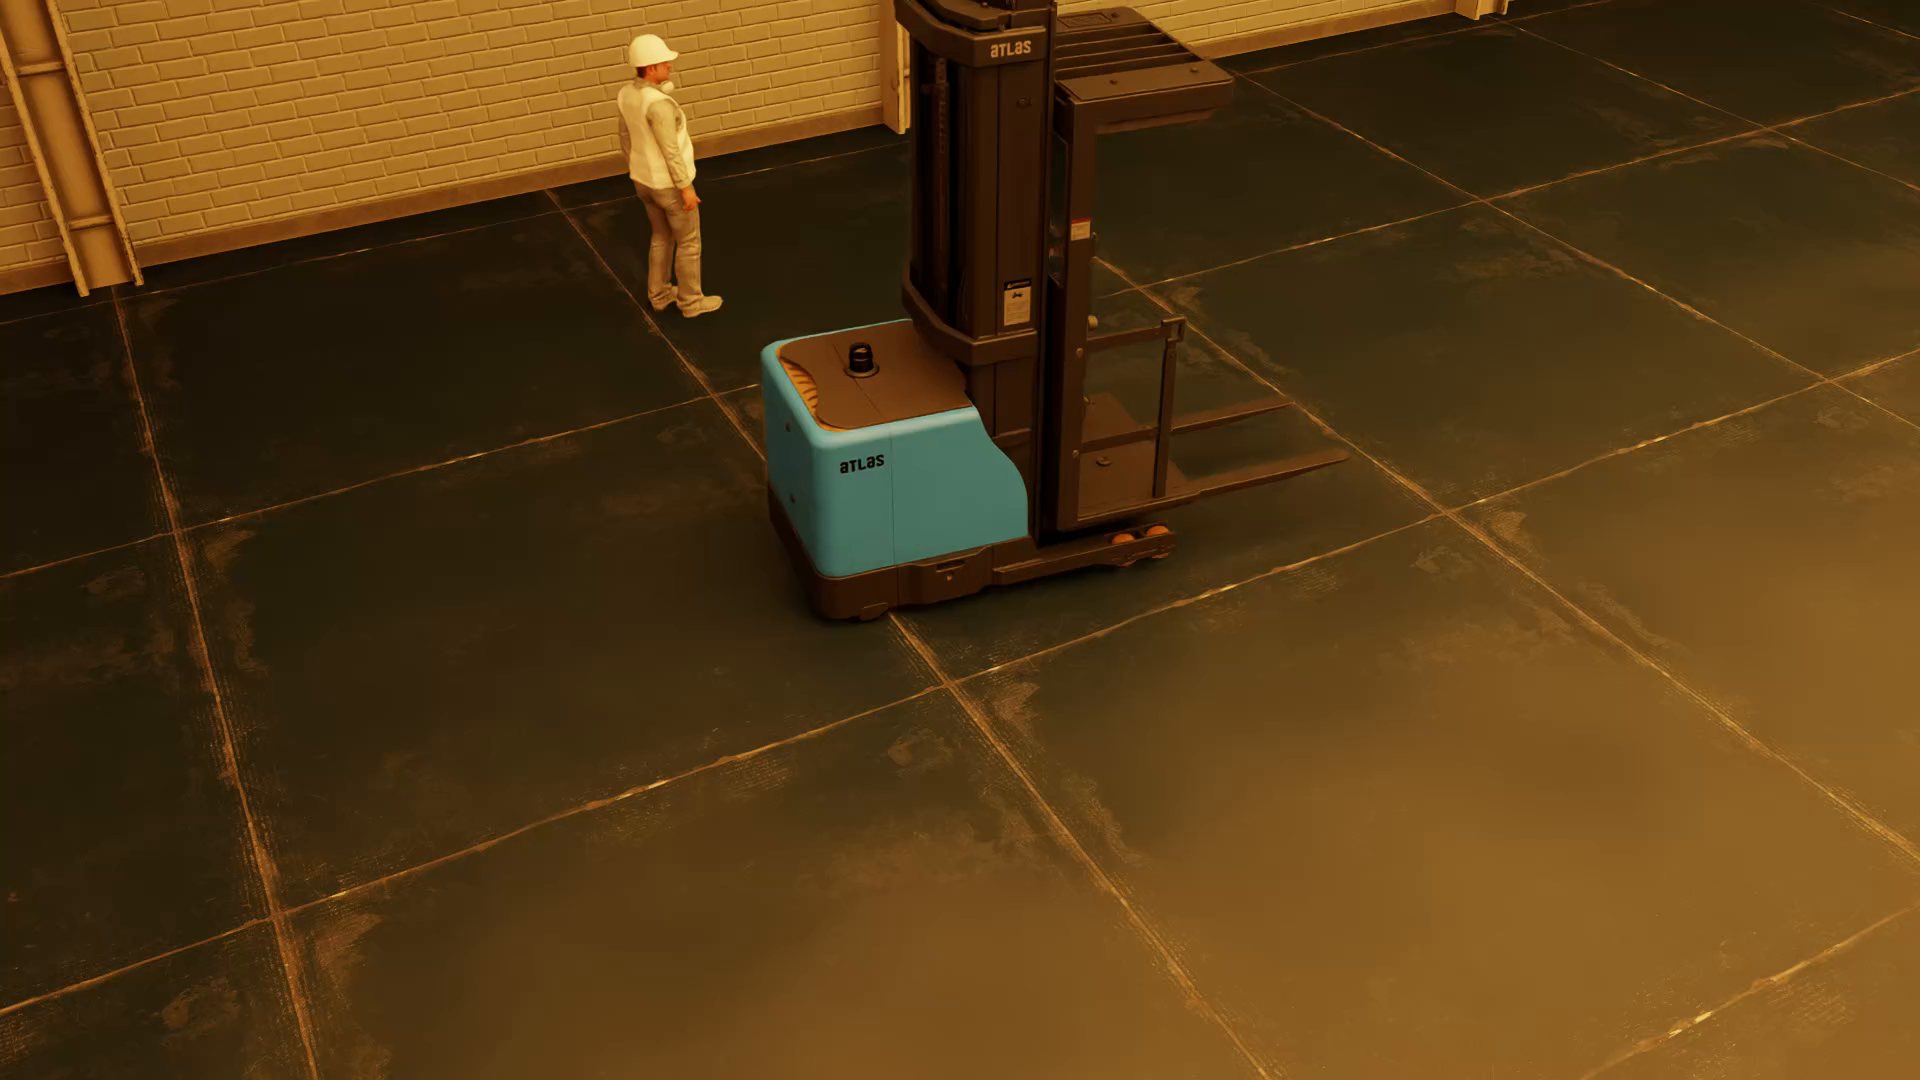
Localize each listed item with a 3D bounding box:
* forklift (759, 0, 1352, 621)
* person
[{"bbox_3d":[0.572,-1.334,8.010,3.031,2.935,1.130,-12,37,-17],"label":"forklift"},{"bbox_3d":[-1.806,-2.248,10.309,0.411,1.775,0.632,-29,45,-35],"label":"person"}]
